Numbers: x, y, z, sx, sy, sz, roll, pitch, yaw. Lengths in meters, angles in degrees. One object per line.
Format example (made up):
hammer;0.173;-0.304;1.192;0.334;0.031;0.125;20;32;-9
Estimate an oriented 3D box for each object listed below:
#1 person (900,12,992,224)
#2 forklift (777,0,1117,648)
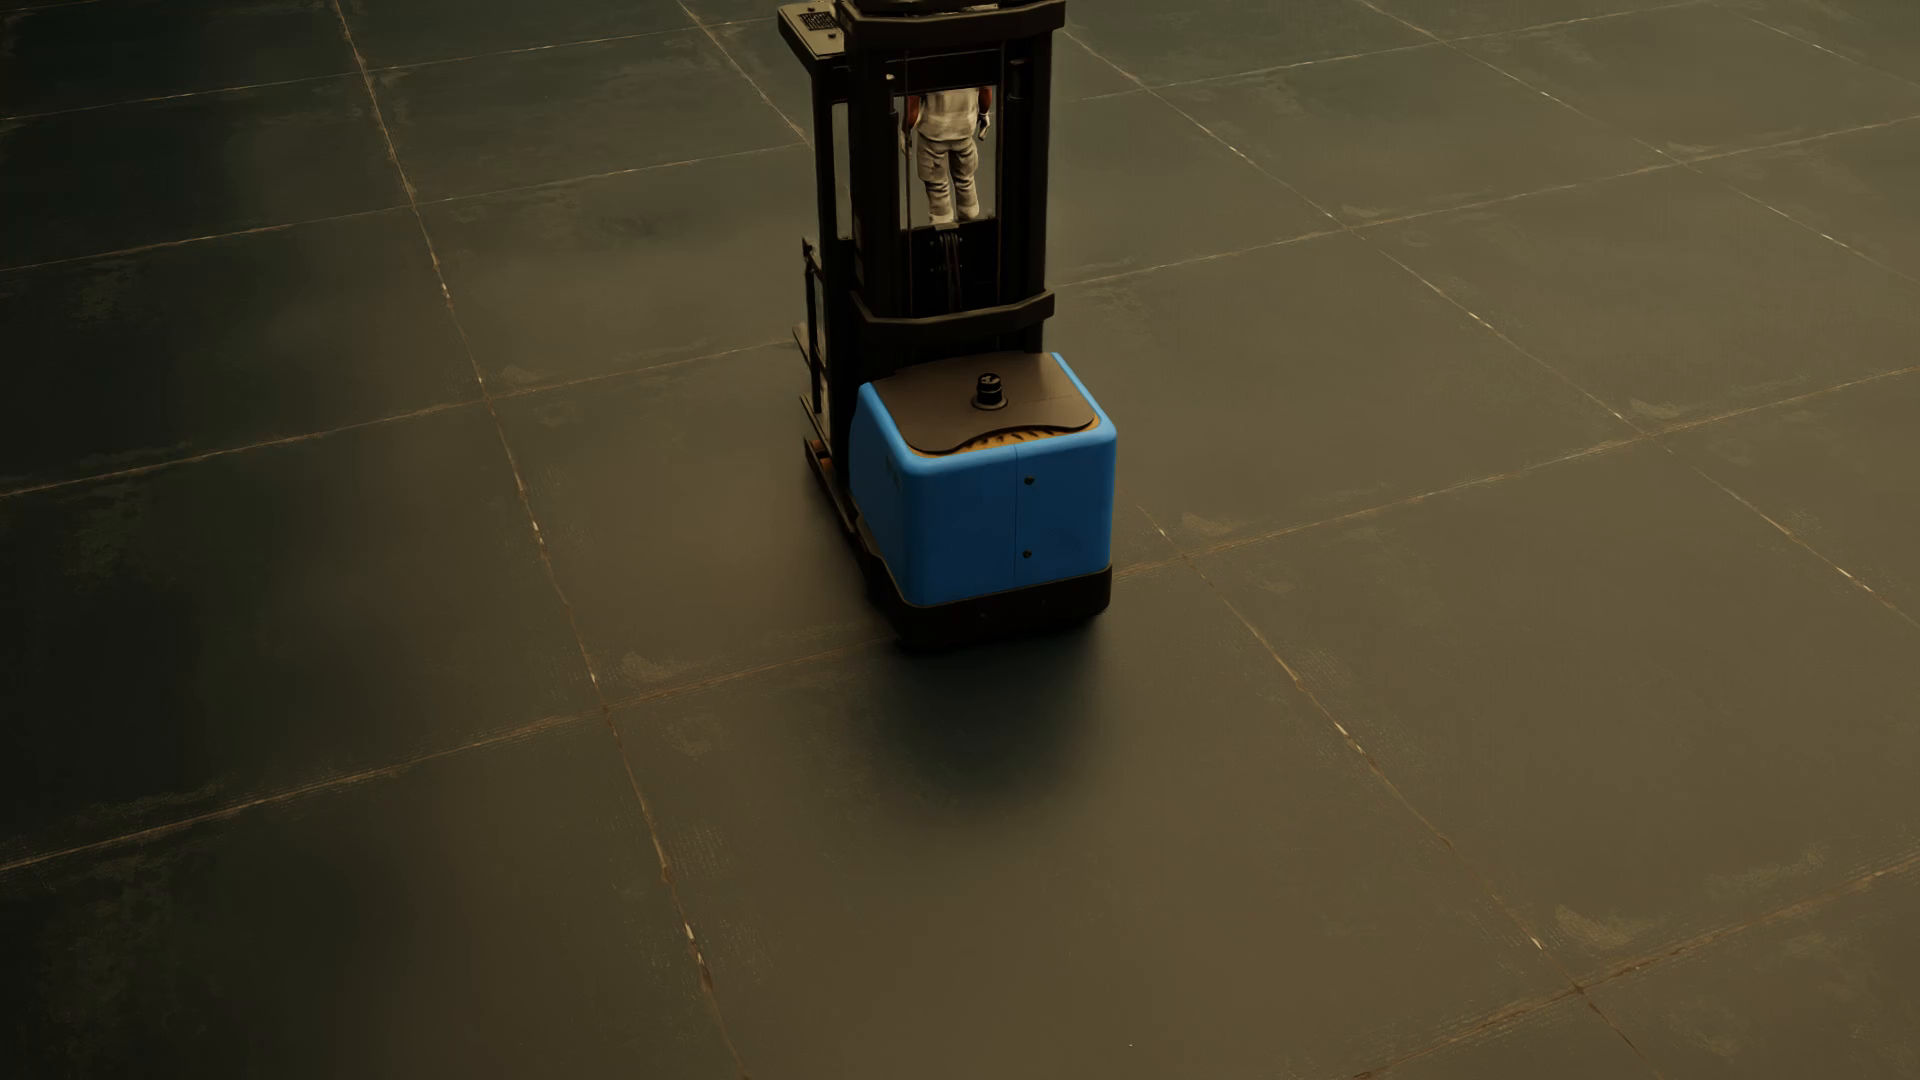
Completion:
person;-0.119;-2.707;10.881;0.637;1.789;0.558;-14;38;-19
forklift;-0.218;-1.541;8.266;1.130;2.935;3.031;-11;37;-15
